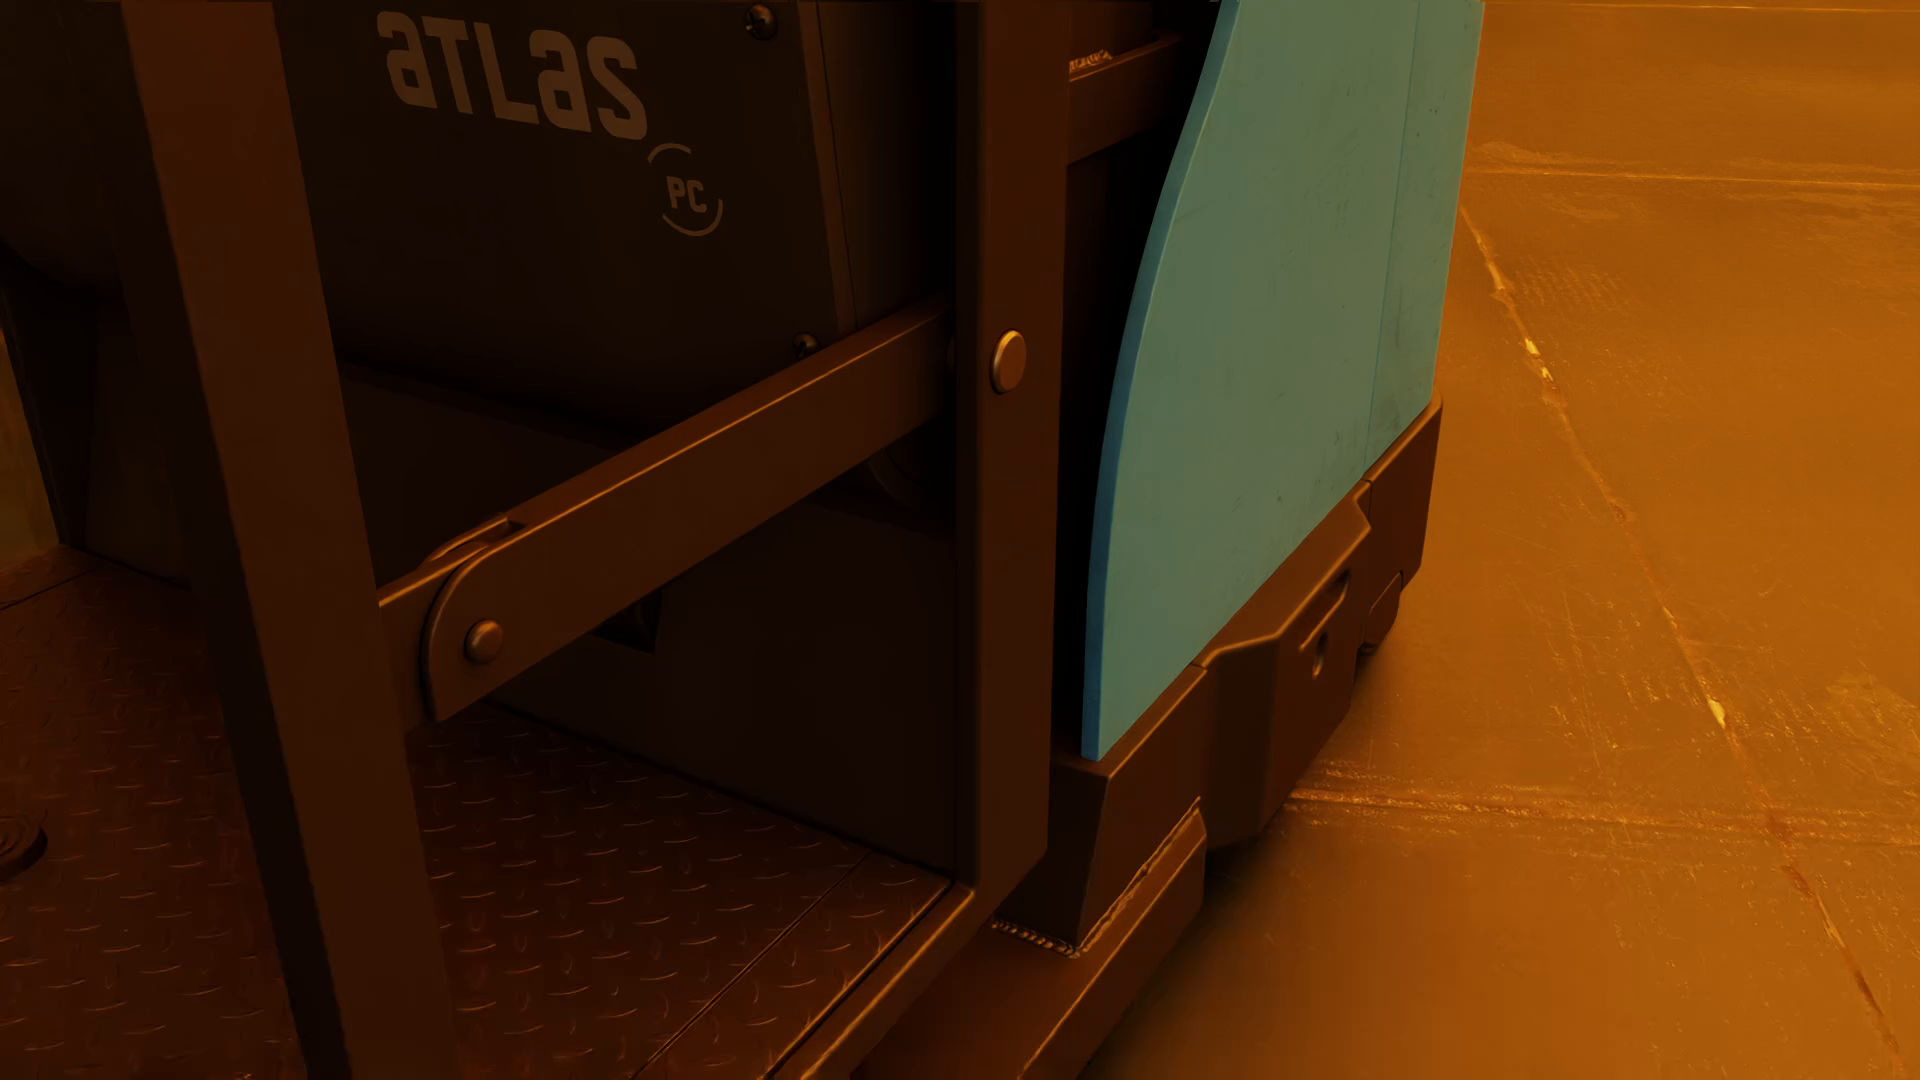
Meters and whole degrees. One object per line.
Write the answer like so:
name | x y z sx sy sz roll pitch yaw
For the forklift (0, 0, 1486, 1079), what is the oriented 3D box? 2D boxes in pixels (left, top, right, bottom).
forklift | -0.554 -0.786 0.792 1.130 2.935 3.031 15 30 27
